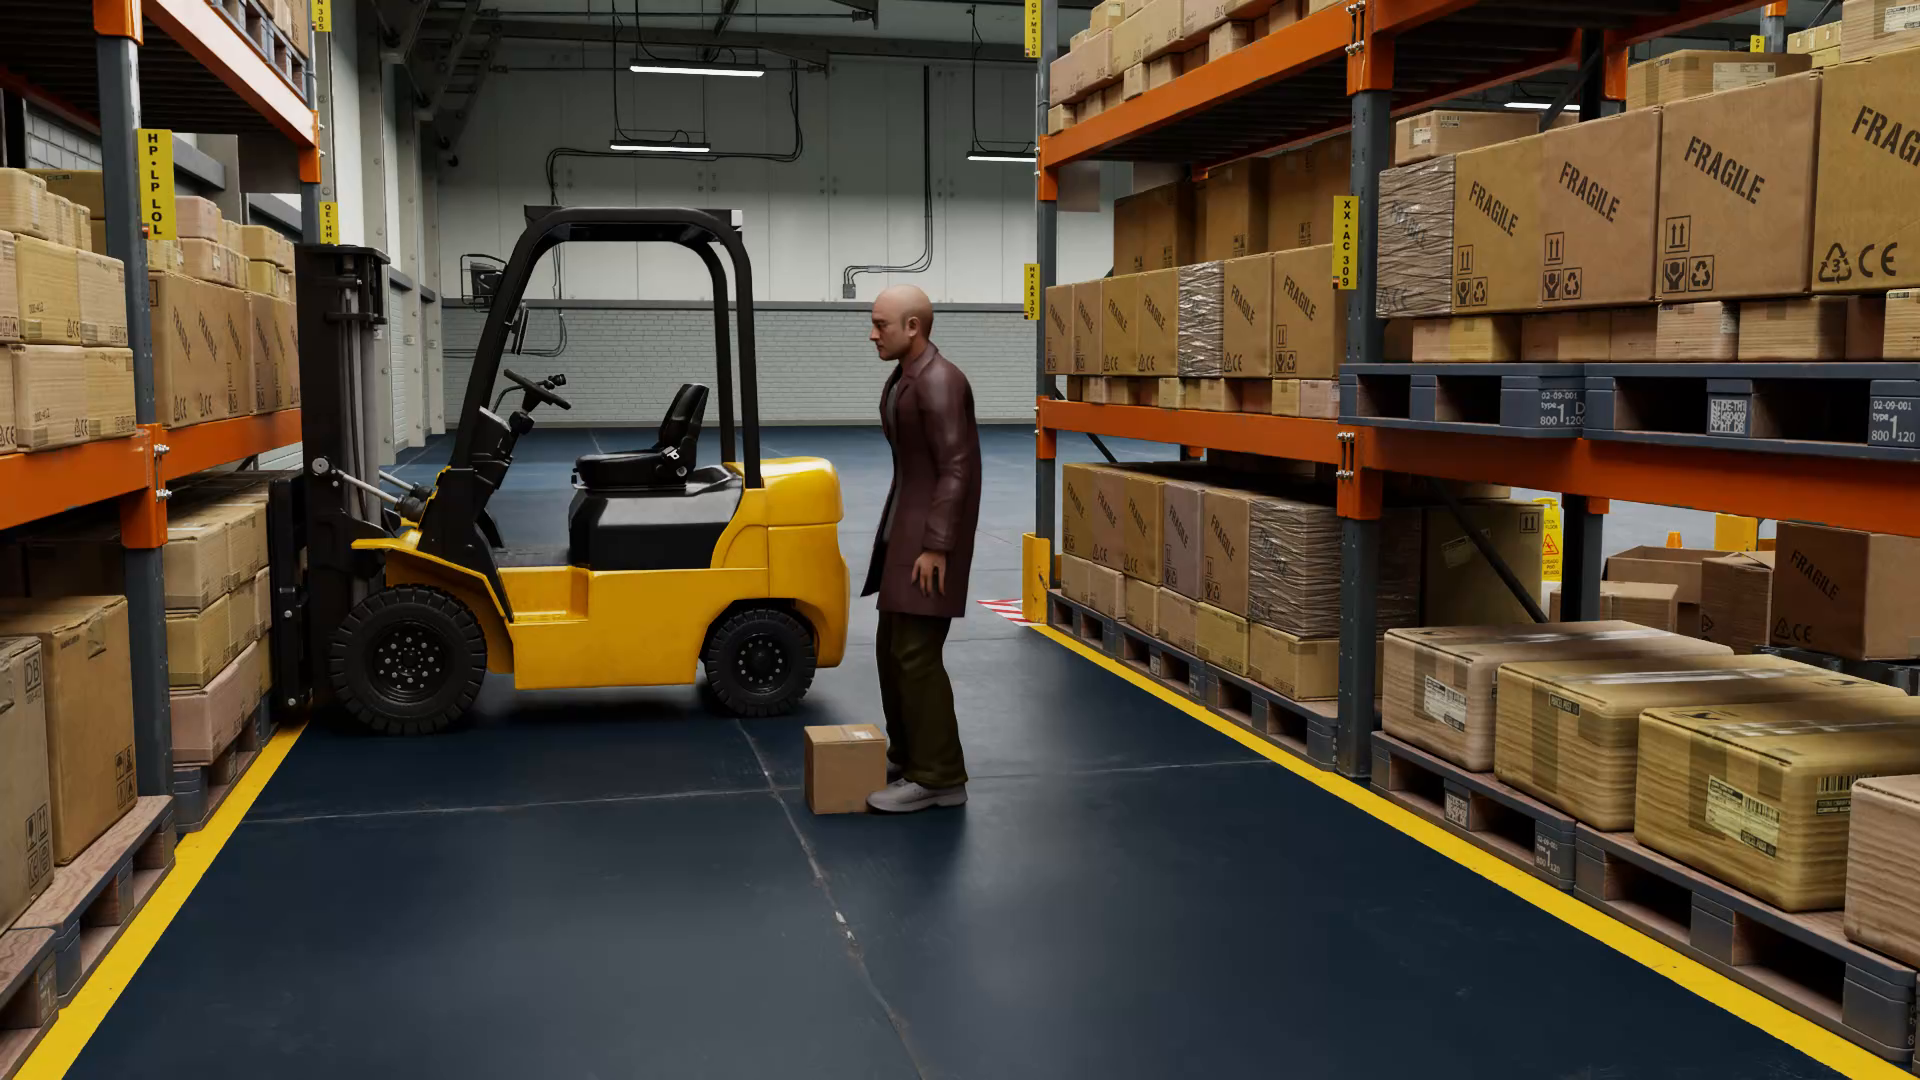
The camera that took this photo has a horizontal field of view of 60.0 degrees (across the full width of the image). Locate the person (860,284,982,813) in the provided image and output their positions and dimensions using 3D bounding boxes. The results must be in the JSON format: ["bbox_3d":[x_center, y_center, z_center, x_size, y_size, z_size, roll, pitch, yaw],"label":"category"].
[{"bbox_3d":[-0.151,0.020,5.698,0.429,1.772,0.643,-2,6,-17],"label":"person"}]
